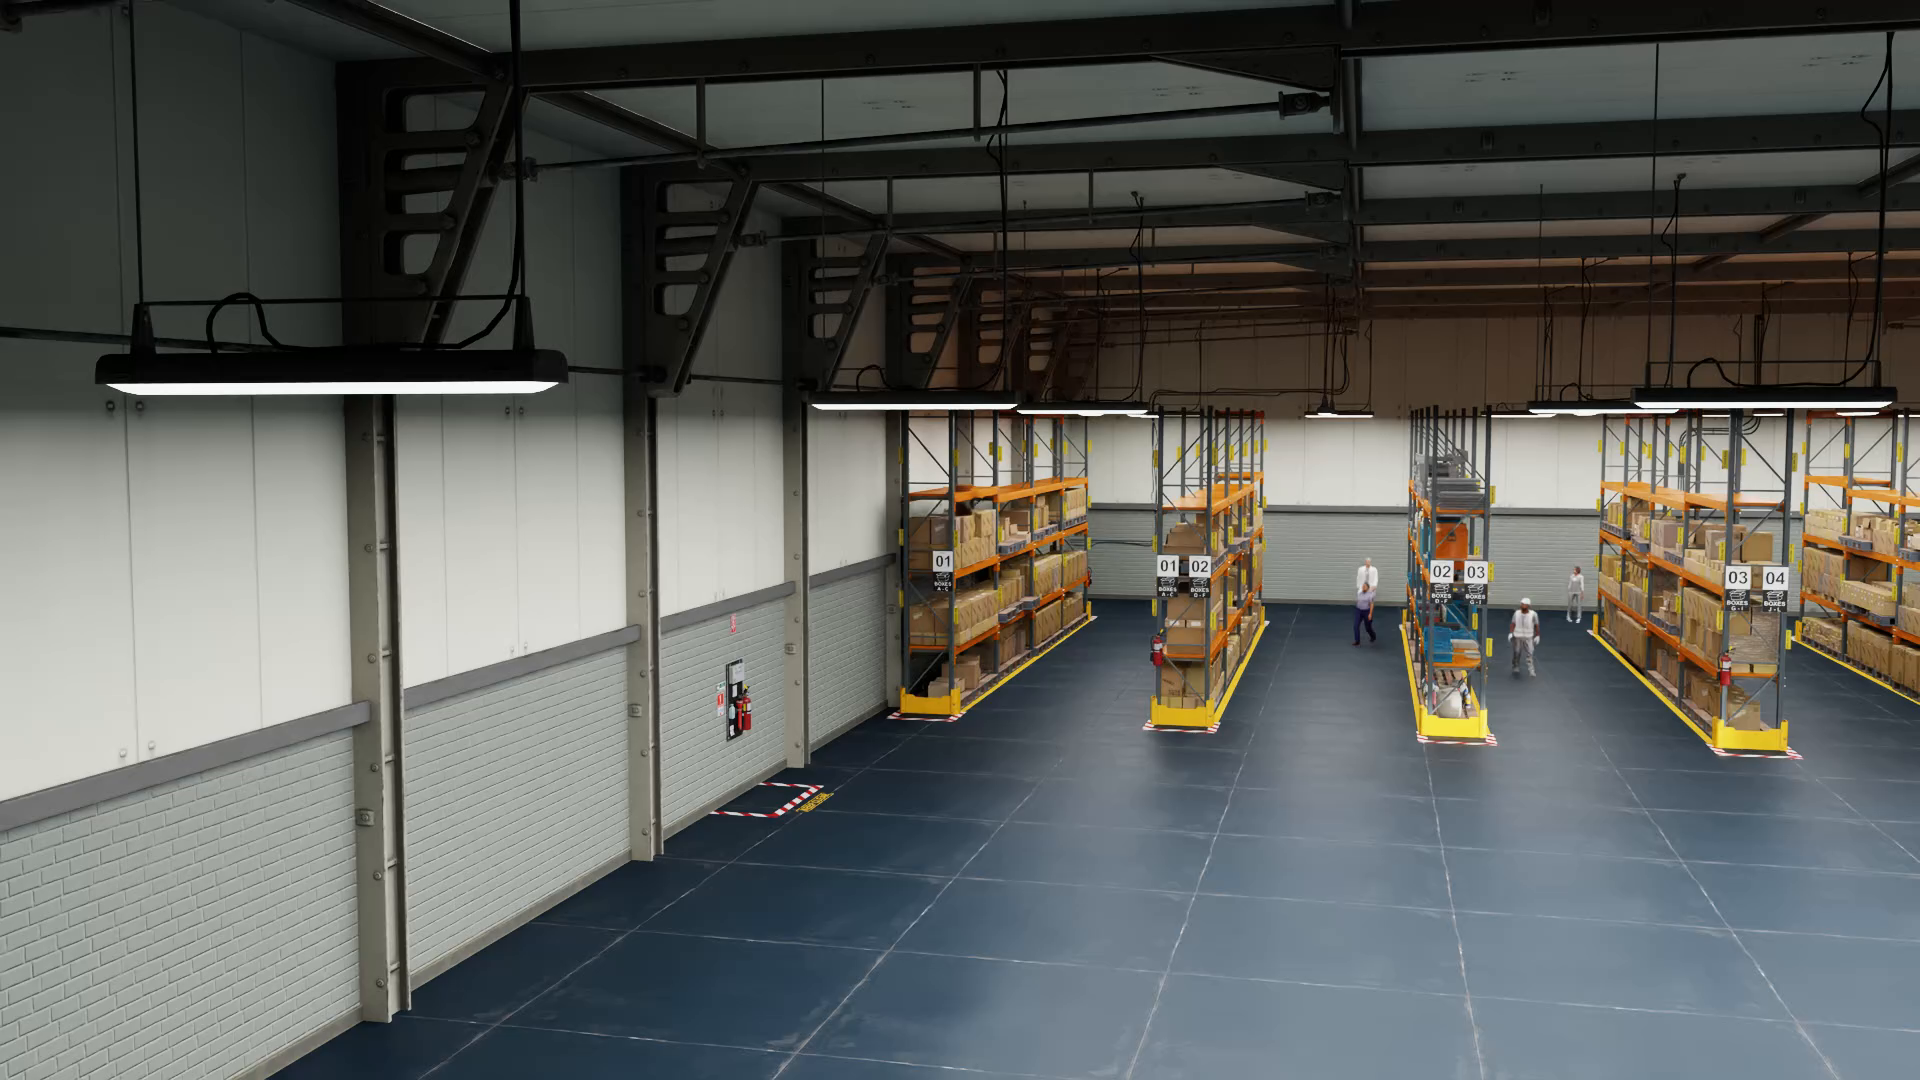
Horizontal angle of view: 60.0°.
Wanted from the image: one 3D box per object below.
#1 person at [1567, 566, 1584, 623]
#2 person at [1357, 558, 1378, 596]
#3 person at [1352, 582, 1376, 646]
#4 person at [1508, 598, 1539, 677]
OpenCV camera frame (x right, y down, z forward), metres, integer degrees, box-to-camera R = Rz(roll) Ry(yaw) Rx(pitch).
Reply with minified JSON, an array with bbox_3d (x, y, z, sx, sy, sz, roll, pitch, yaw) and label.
[{"bbox_3d":[17.513,1.543,47.314,0.436,1.605,0.504,1,4,19],"label":"person"},{"bbox_3d":[11.751,1.388,47.969,0.579,1.737,1.031,1,4,12],"label":"person"},{"bbox_3d":[10.294,1.872,42.321,0.517,1.600,0.796,3,5,35],"label":"person"},{"bbox_3d":[12.627,2.170,37.218,0.692,1.736,1.001,0,4,7],"label":"person"}]
